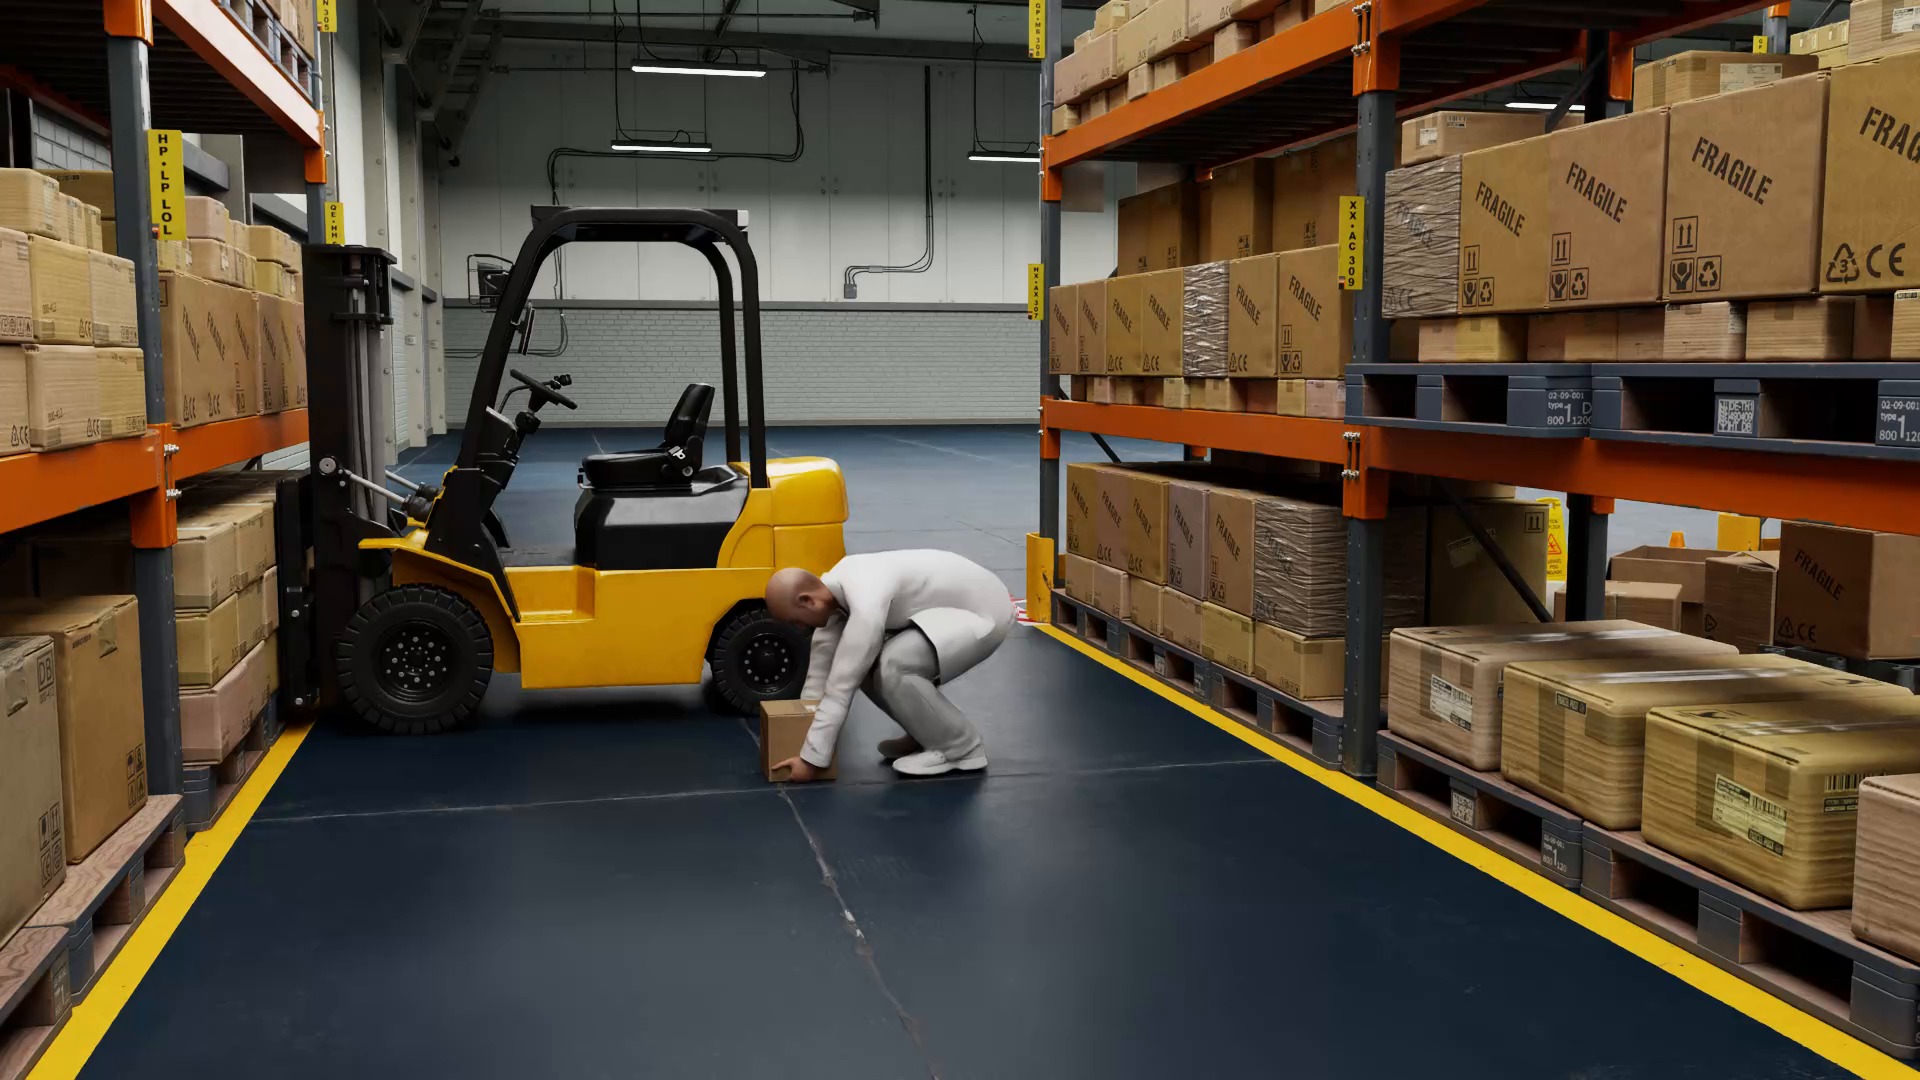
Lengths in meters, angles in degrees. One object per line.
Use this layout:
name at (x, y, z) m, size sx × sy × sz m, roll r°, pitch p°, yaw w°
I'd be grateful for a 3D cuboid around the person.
person at (-0.257, 0.458, 6.214) m, size 0.949 × 0.836 × 0.582 m, roll -2°, pitch 6°, yaw -15°
